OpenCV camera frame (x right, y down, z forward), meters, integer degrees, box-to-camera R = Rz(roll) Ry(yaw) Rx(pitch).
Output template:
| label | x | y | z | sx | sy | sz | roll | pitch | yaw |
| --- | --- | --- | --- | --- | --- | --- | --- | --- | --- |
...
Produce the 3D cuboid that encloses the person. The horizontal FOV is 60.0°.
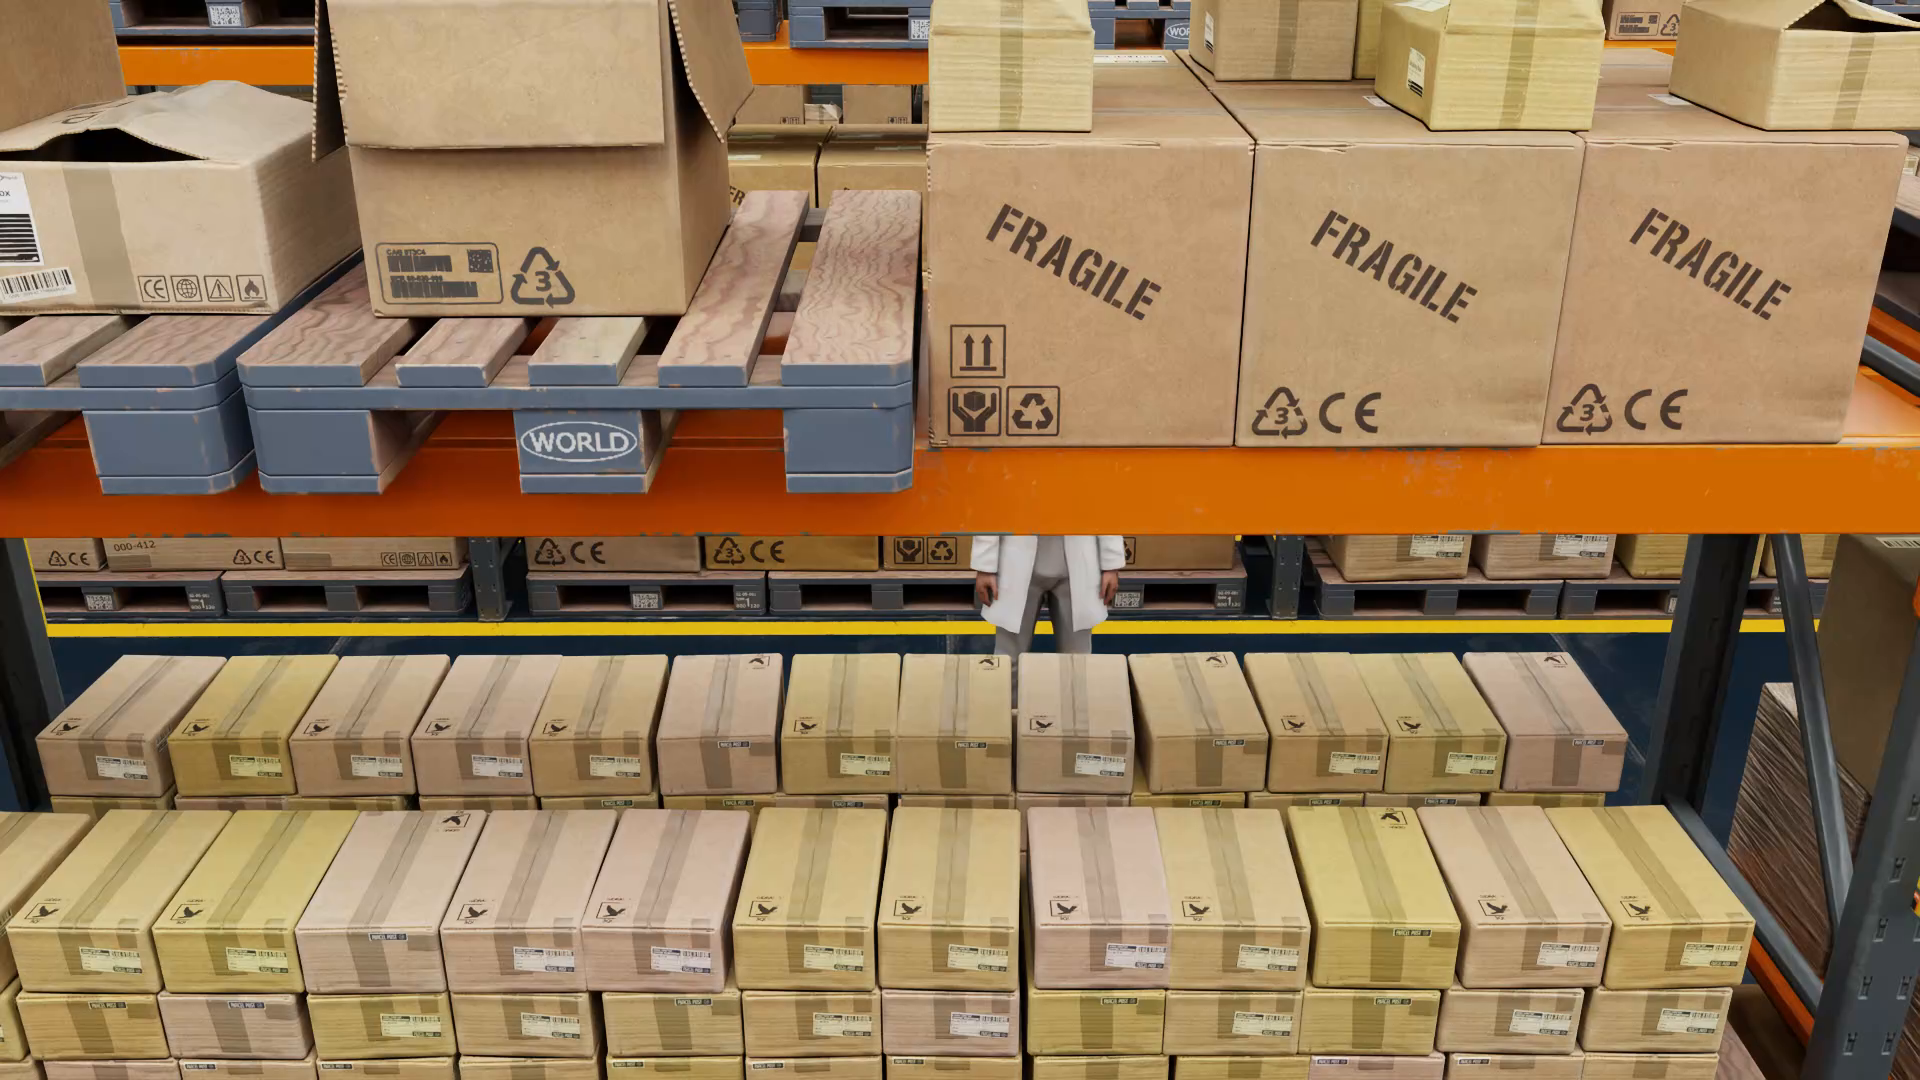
| label | x | y | z | sx | sy | sz | roll | pitch | yaw |
| --- | --- | --- | --- | --- | --- | --- | --- | --- | --- |
| person | 0.362 | 0.127 | 6.833 | 0.643 | 1.772 | 0.429 | -1 | 24 | -3 |
